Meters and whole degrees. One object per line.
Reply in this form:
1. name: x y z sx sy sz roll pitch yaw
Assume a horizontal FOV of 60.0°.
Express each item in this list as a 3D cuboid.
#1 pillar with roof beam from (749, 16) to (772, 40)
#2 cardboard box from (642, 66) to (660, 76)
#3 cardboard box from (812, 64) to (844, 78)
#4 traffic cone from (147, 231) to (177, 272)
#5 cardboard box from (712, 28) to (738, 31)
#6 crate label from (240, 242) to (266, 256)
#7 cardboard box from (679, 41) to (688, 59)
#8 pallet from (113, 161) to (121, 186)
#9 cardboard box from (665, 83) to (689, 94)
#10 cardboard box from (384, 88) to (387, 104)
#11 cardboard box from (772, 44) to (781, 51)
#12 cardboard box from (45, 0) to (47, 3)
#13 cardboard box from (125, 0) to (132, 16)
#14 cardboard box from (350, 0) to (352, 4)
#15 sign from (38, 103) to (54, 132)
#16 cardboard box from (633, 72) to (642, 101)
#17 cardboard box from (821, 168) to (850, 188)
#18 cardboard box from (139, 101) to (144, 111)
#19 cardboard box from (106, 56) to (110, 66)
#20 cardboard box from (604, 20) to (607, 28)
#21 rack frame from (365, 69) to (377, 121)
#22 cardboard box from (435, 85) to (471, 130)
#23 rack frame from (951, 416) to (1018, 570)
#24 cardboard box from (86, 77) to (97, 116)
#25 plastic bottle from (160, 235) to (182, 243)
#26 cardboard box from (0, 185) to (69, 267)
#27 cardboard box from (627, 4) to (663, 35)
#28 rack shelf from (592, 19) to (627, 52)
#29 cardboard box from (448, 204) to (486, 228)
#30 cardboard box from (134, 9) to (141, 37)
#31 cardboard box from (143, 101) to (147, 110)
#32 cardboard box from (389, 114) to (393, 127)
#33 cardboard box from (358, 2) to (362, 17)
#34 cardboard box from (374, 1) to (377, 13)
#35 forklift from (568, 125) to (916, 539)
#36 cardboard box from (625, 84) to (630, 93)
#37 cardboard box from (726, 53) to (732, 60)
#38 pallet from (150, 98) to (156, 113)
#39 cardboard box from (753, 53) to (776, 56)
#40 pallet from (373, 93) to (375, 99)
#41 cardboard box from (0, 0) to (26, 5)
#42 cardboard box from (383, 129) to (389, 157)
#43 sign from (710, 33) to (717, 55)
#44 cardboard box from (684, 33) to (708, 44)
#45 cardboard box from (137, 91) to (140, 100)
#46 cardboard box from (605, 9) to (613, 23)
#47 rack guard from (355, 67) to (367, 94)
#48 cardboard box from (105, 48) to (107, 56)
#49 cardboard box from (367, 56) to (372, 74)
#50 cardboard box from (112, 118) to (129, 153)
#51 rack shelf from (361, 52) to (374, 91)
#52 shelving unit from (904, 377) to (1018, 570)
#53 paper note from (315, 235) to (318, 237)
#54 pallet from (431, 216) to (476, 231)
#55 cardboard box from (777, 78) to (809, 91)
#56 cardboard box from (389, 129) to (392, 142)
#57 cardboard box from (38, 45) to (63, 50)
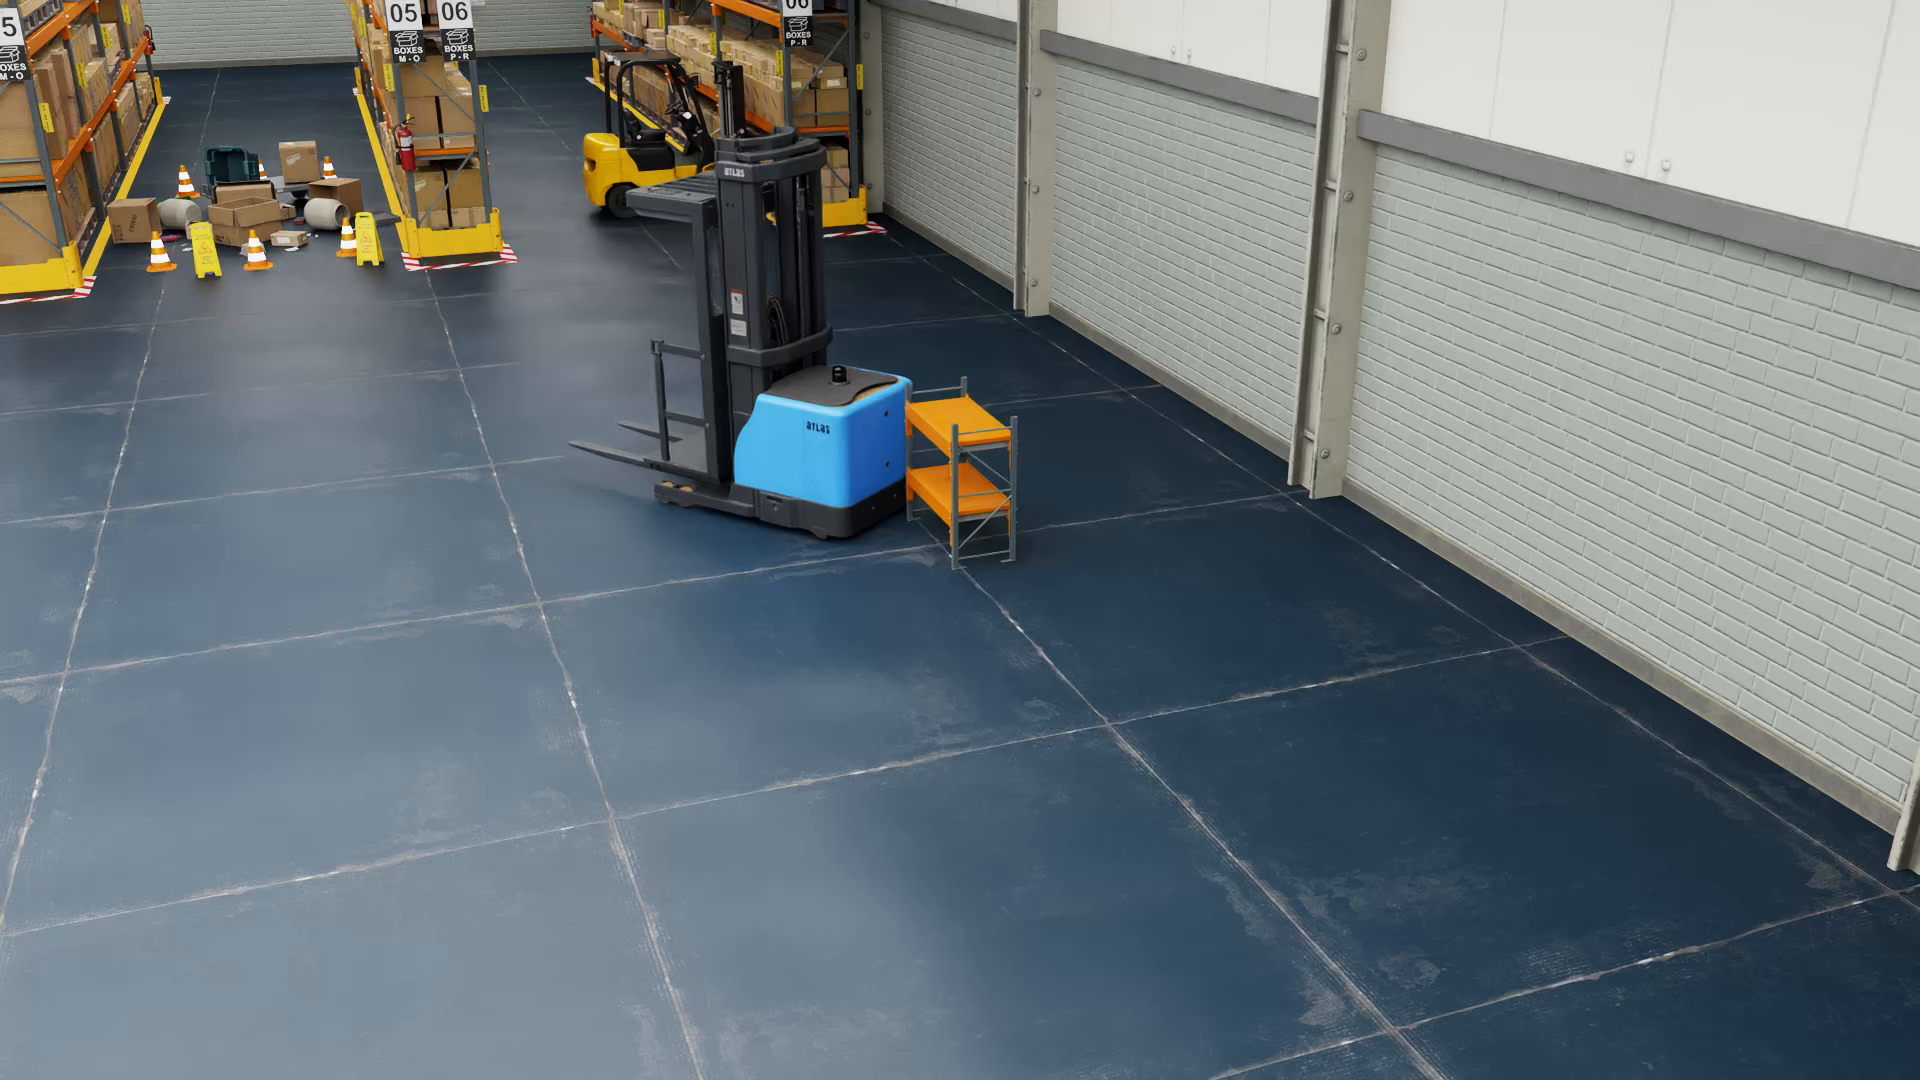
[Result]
1. pillar with roof beam: -7.443 -10.522 26.127 9.100 9.000 0.400 -8 24 -19
2. cardboard box: -5.983 -9.143 32.424 0.380 0.149 0.250 -10 25 -22
3. cardboard box: -1.812 -6.425 22.784 0.380 0.149 0.250 -9 24 -20
4. traffic cone: -9.989 -3.612 20.723 0.336 0.463 0.334 -8 24 -19
5. cardboard box: -4.031 -8.691 28.543 0.380 0.149 0.250 -9 24 -20
6. crate label: -9.148 -3.770 21.519 0.298 0.136 0.250 18 29 36
7. cardboard box: -4.447 -8.290 28.105 0.500 0.250 0.500 -9 24 -20
8. pallet: -13.748 -5.718 26.044 1.003 0.211 1.213 -8 24 -19
9. cardboard box: -5.130 -8.183 30.146 0.380 0.149 0.250 -10 25 -22
10. cardboard box: -7.854 -6.368 23.485 0.500 0.500 0.500 -8 24 -19
11. cardboard box: -2.608 -7.378 25.047 0.380 0.149 0.250 -9 24 -20
12. cardboard box: -11.664 -6.801 20.816 0.380 0.149 0.250 -9 24 -19
13. cardboard box: -15.647 -9.968 30.739 0.500 0.500 0.500 -8 24 -18
14. cardboard box: -11.906 -10.843 33.198 0.500 0.500 0.500 -9 24 -19
15. sign: -10.609 -4.902 19.302 0.100 0.325 0.005 -8 24 -19
16. cardboard box: -6.172 -8.986 32.886 0.500 0.500 0.500 -7 24 -17
17. cardboard box: -1.865 -5.147 23.456 0.500 0.250 0.500 -8 24 -18
18. cardboard box: -15.198 -7.946 30.486 0.380 0.149 0.250 -7 24 -17
19. cardboard box: -14.213 -7.861 27.322 0.380 0.149 0.250 -7 24 -17
20. cardboard box: -7.277 -10.857 34.970 0.380 0.149 0.250 -9 24 -20
21. rack frame: -10.774 -9.469 31.354 1.000 3.000 0.127 -8 24 -19
22. cardboard box: -6.629 -5.690 21.876 0.500 0.500 0.500 -8 24 -17
23. rack frame: 0.177 -0.336 12.099 0.500 1.125 0.032 -8 24 -19
24. cardboard box: -12.656 -6.304 23.715 0.500 0.500 0.500 -8 24 -19
25. plastic bottle: -10.576 -4.033 22.240 0.283 0.061 0.133 -18 29 -37
26. cardboard box: -11.432 -3.845 20.204 0.875 0.875 0.875 -8 24 -19
27. cardboard box: -5.987 -9.996 31.936 0.700 0.500 0.500 -8 24 -18
28. rack shelf: -6.839 -10.547 34.837 1.077 0.370 4.000 -8 24 -19
29. cardboard box: -6.561 -4.366 22.247 0.500 0.250 0.500 -9 24 -19
30. cardboard box: -16.018 -9.891 31.843 0.500 0.500 0.500 -8 24 -19
31. cardboard box: -15.694 -8.275 31.651 0.380 0.149 0.250 -9 24 -20
32. cardboard box: -7.694 -5.822 23.024 0.380 0.149 0.250 -8 24 -19
33. cardboard box: -10.319 -9.226 29.361 0.500 0.500 0.500 -9 24 -20
34. cardboard box: -7.694 -7.201 22.435 0.380 0.149 0.250 -9 24 -20
35. forklift: -1.875 -1.770 13.176 3.031 2.935 1.130 14 26 29
36. cardboard box: -6.604 -9.193 33.830 0.380 0.149 0.250 -9 25 -21
37. cardboard box: -3.346 -7.344 25.348 0.380 0.149 0.250 -8 24 -18
38. pallet: -16.502 -8.594 32.868 1.003 0.211 1.213 -8 24 -19
39. cardboard box: -2.764 -6.931 23.985 0.380 0.149 0.250 -8 24 -18
40. pallet: -11.404 -8.915 33.630 1.003 0.211 1.213 -8 24 -19
41. cardboard box: -11.061 -6.293 19.098 0.500 0.250 0.500 -8 24 -19
42. cardboard box: -8.903 -6.524 27.210 0.950 0.372 0.625 -9 24 -20
43. sign: -3.810 -7.664 25.682 0.100 0.325 0.005 -8 24 -19
44. cardboard box: -4.416 -8.419 27.899 0.380 0.149 0.250 -8 24 -18
45. cardboard box: -15.339 -8.169 30.633 0.380 0.149 0.250 -7 24 -16
46. cardboard box: -7.076 -10.921 34.609 0.500 0.250 0.500 -9 24 -20
47. rack guard: -12.196 -9.779 35.308 1.175 0.500 0.348 -8 24 -19
48. cardboard box: -14.224 -8.004 27.278 0.380 0.149 0.250 -8 24 -19
49. cardboard box: -9.783 -8.095 28.286 0.500 0.250 0.500 -9 25 -21
50. cardboard box: -13.968 -6.633 27.304 0.500 0.500 0.500 -9 25 -21
51. rack shelf: -10.068 -8.411 29.769 1.077 0.370 4.000 -8 24 -19
52. shelving unit: -0.002 -0.521 12.537 0.538 1.125 1.048 -8 24 -19
53. paper note: -8.707 -4.118 22.508 0.032 0.001 0.123 -8 24 -19
54. pallet: -6.816 -4.151 22.328 1.003 0.211 1.213 -8 24 -19
55. cardboard box: -2.277 -6.224 22.690 0.380 0.149 0.250 -8 24 -18
56. cardboard box: -8.004 -5.828 23.914 0.380 0.149 0.250 -8 24 -18
57. cardboard box: -12.445 -6.274 22.190 0.875 0.550 0.550 -8 24 -19
